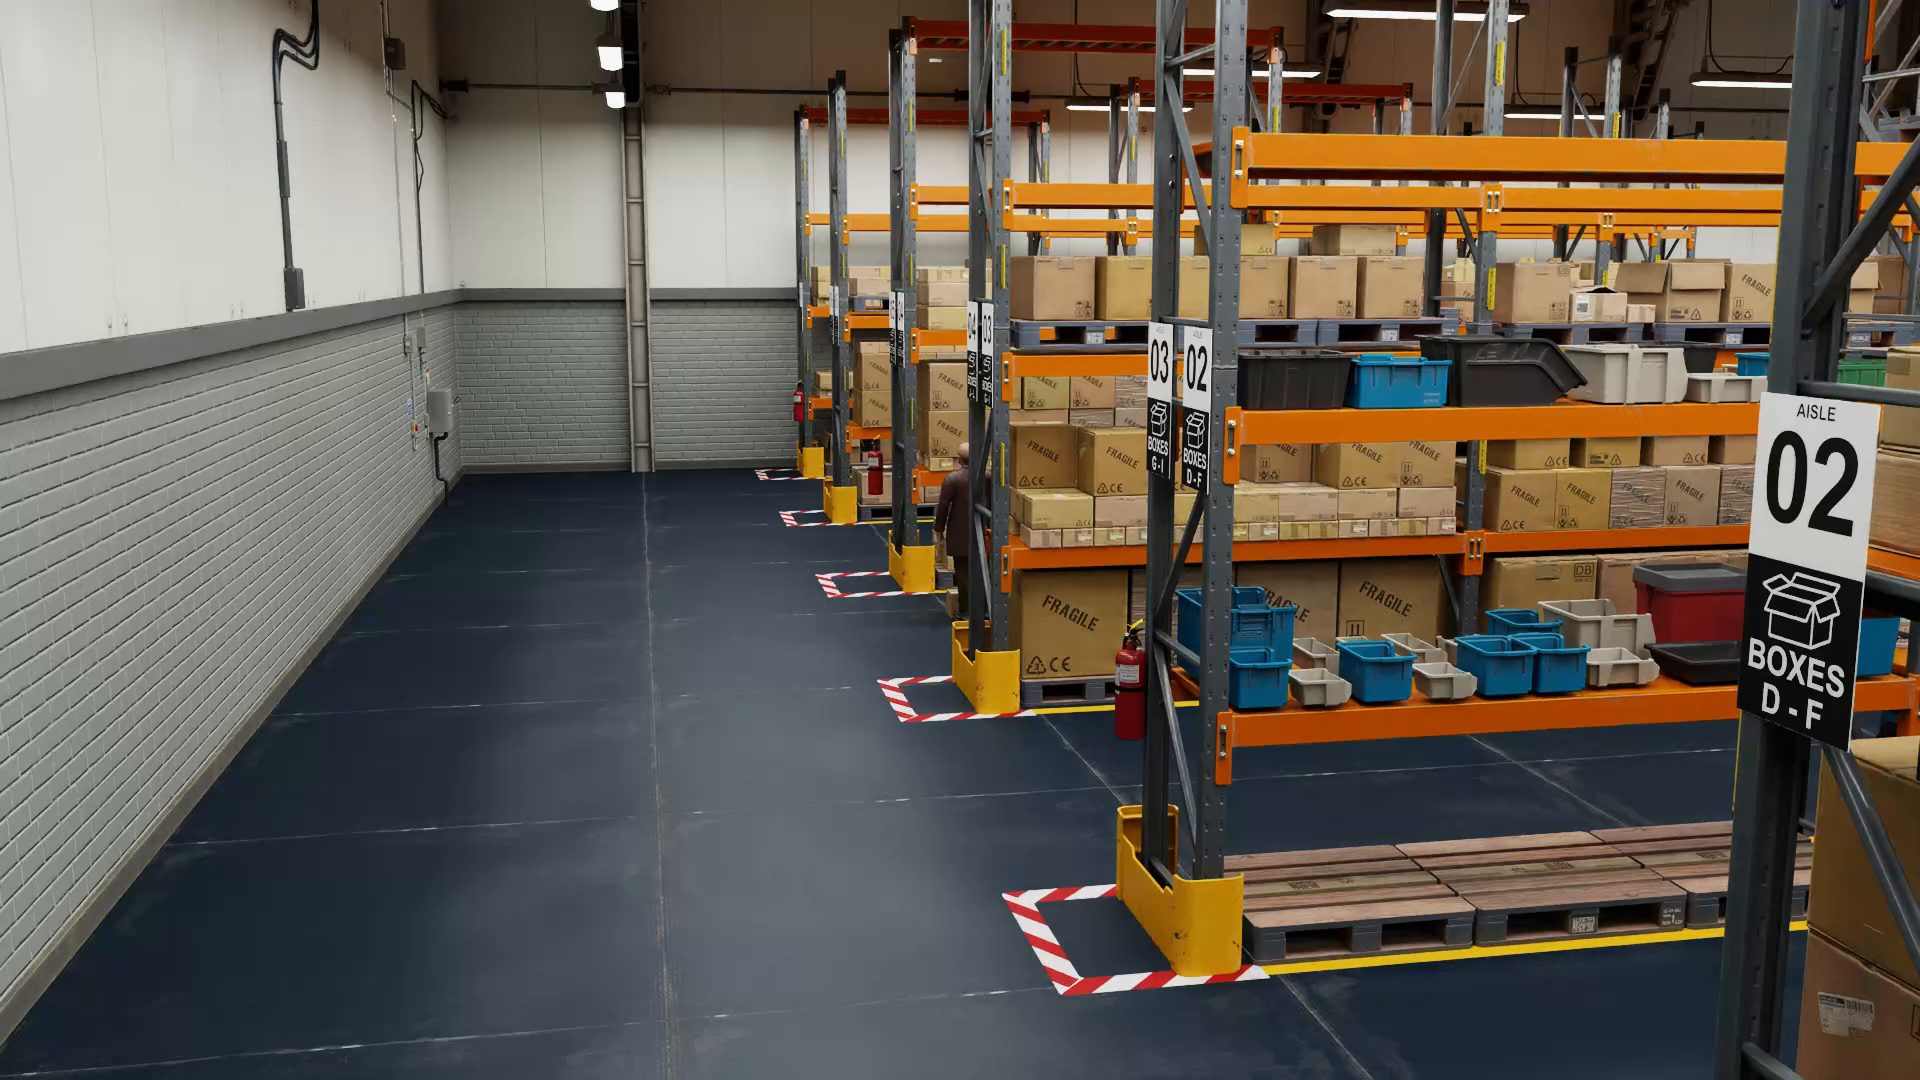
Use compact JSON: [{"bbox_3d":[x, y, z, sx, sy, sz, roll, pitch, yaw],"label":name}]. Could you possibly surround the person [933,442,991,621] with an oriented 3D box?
[{"bbox_3d":[0.069,-0.094,16.441,0.698,1.779,0.579,-2,10,-11],"label":"person"}]
